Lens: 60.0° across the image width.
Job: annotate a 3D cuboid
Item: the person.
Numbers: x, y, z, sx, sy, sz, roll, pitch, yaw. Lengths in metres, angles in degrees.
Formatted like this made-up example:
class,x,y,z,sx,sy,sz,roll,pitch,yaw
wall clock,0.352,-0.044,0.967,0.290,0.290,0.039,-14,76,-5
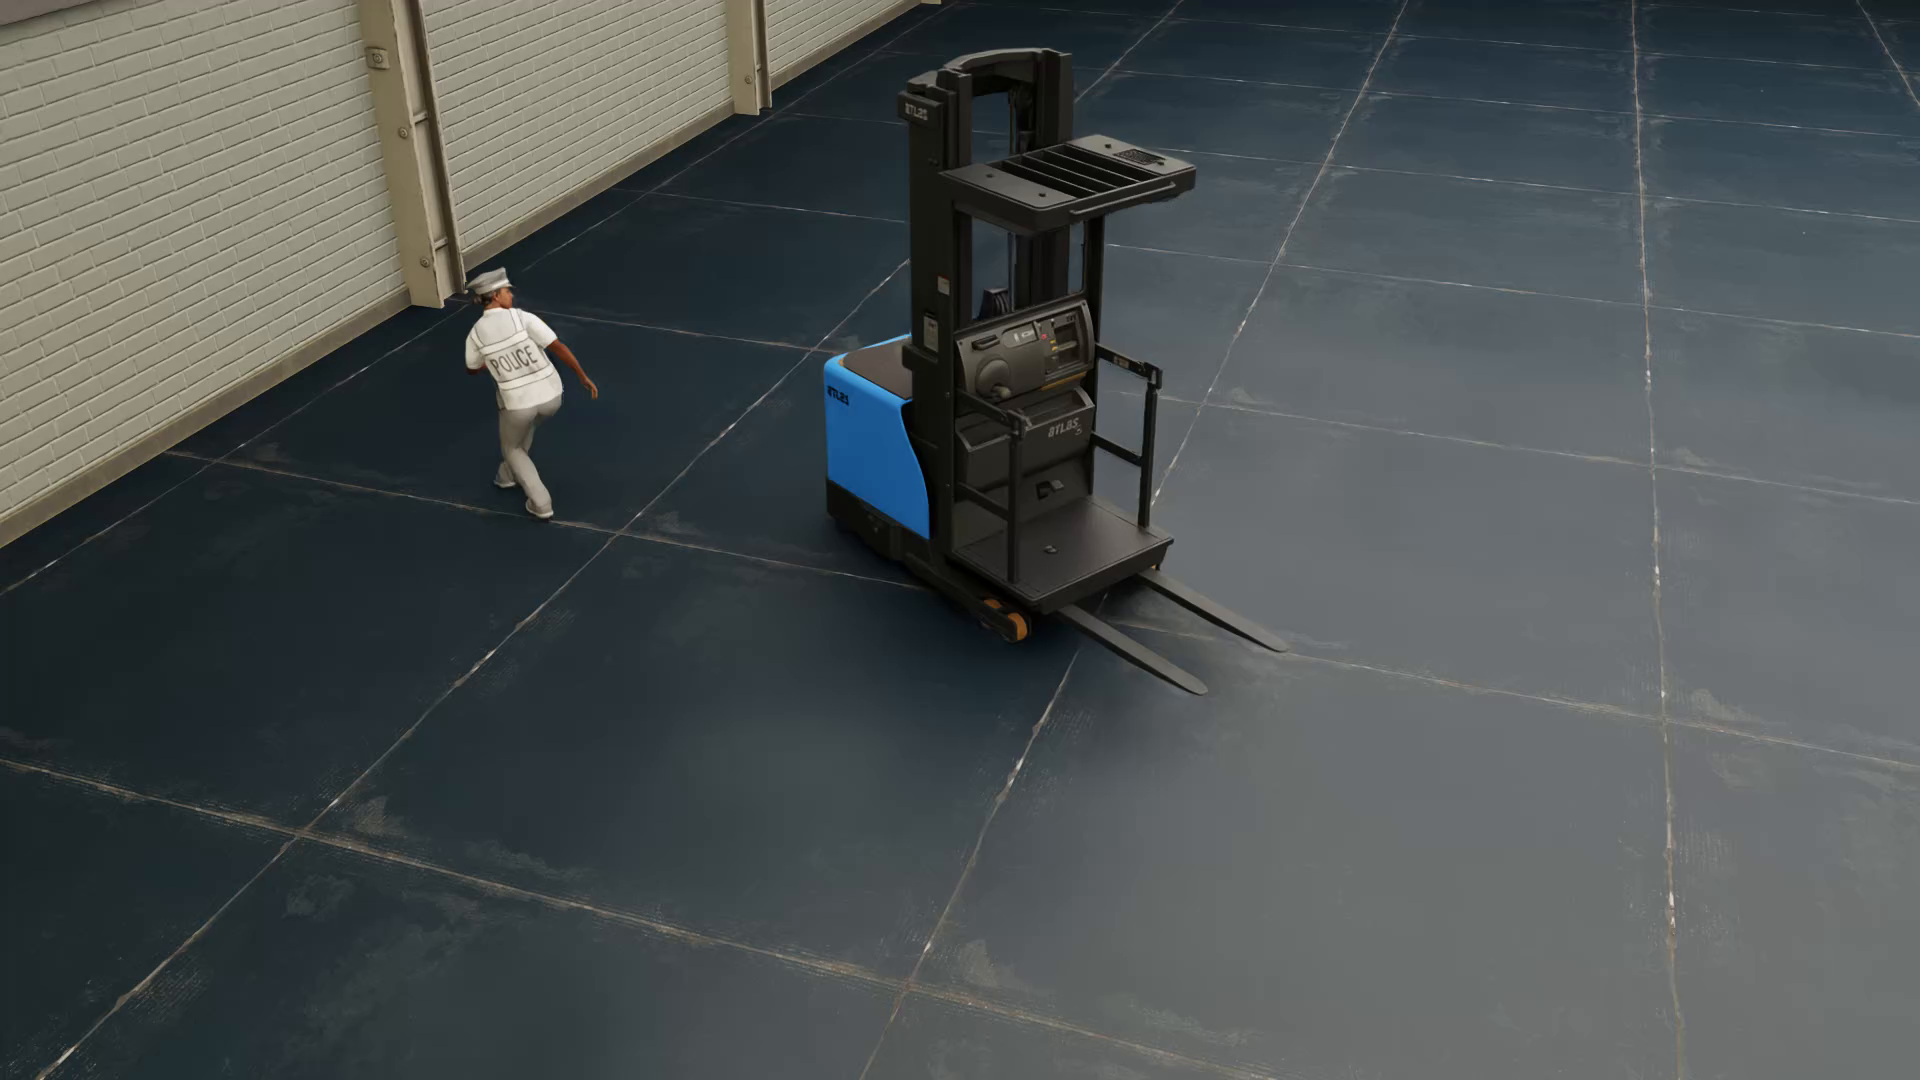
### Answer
class,x,y,z,sx,sy,sz,roll,pitch,yaw
person,-2.661,-0.954,10.240,0.694,1.533,0.763,-15,33,-24

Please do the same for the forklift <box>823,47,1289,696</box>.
class,x,y,z,sx,sy,sz,roll,pitch,yaw
forklift,0.498,-0.990,8.873,1.130,2.935,3.031,-22,36,-33
